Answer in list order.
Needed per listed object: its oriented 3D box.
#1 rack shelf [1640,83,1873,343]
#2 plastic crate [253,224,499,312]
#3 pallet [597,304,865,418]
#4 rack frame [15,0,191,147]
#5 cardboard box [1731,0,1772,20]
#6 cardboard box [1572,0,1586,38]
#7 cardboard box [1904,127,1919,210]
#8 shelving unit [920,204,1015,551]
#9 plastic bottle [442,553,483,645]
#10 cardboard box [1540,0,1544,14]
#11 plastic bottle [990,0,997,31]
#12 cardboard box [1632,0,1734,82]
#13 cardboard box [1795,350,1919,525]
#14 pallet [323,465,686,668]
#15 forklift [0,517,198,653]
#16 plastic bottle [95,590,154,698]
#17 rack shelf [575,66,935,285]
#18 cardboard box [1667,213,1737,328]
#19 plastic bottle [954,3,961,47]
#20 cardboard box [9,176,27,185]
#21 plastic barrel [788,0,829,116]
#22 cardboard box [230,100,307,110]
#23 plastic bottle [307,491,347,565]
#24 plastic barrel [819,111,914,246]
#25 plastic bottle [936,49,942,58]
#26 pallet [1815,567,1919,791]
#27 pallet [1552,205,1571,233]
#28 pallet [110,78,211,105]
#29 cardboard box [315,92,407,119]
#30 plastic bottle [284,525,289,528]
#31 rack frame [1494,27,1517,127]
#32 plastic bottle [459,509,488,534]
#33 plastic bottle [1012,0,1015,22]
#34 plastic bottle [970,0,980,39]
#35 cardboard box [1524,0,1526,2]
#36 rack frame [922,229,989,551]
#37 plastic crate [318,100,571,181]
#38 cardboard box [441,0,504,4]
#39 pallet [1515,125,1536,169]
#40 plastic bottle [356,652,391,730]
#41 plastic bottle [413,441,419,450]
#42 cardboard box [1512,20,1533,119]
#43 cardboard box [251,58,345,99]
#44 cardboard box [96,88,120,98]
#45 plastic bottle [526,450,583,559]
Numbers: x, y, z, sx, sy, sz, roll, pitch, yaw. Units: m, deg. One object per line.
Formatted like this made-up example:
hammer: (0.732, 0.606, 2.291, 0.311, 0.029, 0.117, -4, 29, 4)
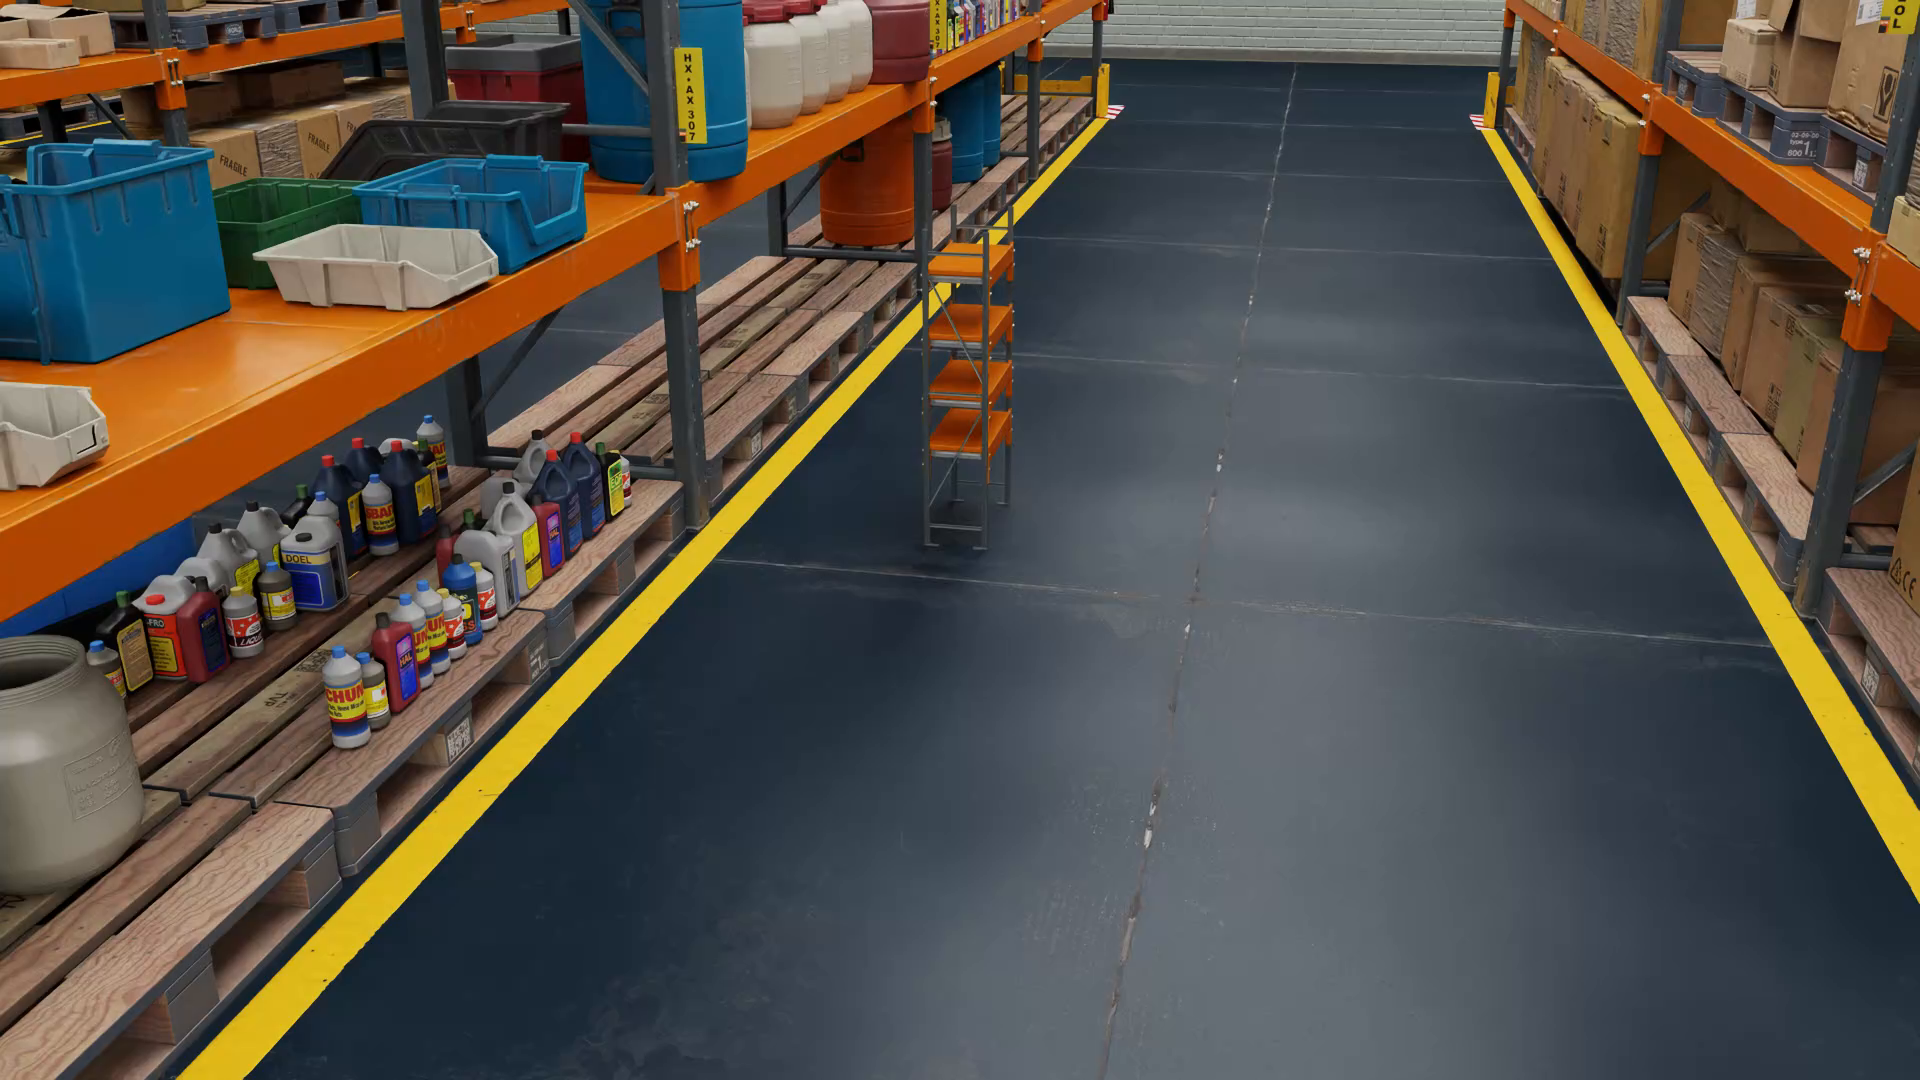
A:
rack shelf: (3.775, -1.498, 7.021, 1.077, 0.370, 4.000, 4, 22, 11)
plastic crate: (-1.566, -0.743, 4.535, 0.530, 0.136, 0.437, 4, 22, 11)
pallet: (-1.113, -0.922, 8.361, 1.003, 0.211, 1.213, 4, 22, 11)
rack frame: (-5.514, -3.320, 10.581, 1.000, 3.000, 0.127, 4, 22, 11)
cardboard box: (4.112, -2.604, 8.108, 0.500, 0.500, 0.500, 2, 22, 4)
cardboard box: (4.559, -3.739, 11.490, 0.500, 0.500, 0.500, 4, 22, 11)
cardboard box: (3.214, -1.125, 4.600, 0.875, 0.500, 0.500, 4, 22, 11)
shelving unit: (0.034, -0.617, 6.280, 0.258, 1.200, 0.503, 4, 22, 11)
plastic bottle: (-1.492, 0.171, 4.977, 0.097, 0.271, 0.097, 0, 22, 0)
cardboard box: (4.898, -4.328, 13.422, 0.380, 0.149, 0.250, 5, 22, 12)
plastic bottle: (0.181, -3.810, 11.965, 0.152, 0.276, 0.135, 4, 22, 11)
cardboard box: (4.041, -2.809, 9.179, 0.500, 0.500, 0.500, 5, 23, 13)
cardboard box: (3.513, -0.368, 6.009, 0.700, 0.500, 0.500, 3, 22, 7)
pallet: (-1.660, 0.058, 5.927, 1.003, 0.211, 1.213, 4, 22, 11)
forklift: (-3.970, -1.106, 5.176, 3.031, 2.935, 1.130, 11, 25, 26)
plastic bottle: (-2.347, 0.292, 4.661, 0.061, 0.283, 0.133, 5, 22, 12)
rack shelf: (-1.074, -1.876, 7.959, 1.077, 0.370, 4.000, 4, 22, 11)
cardboard box: (4.066, -1.361, 8.476, 0.700, 0.500, 0.500, 3, 22, 8)
plastic bottle: (-0.042, -3.357, 10.847, 0.097, 0.271, 0.097, 0, 22, 0)
cardboard box: (-5.586, -1.914, 9.459, 0.500, 0.311, 0.500, 4, 22, 11)
plastic barrel: (-0.834, -2.301, 7.869, 0.433, 0.535, 0.433, 0, 22, 0)
cardboard box: (-5.346, -3.106, 12.808, 0.500, 0.500, 0.500, 4, 22, 9)
plastic bottle: (-2.085, -0.027, 5.469, 0.097, 0.271, 0.097, 0, 22, 0)
plastic barrel: (-0.583, -2.309, 10.415, 0.600, 0.830, 0.708, 4, 22, 11)
plastic bottle: (-0.150, -3.137, 10.284, 0.061, 0.283, 0.133, 4, 22, 11)
pallet: (3.264, 0.441, 4.975, 1.003, 0.211, 1.213, 4, 22, 11)
pallet: (4.915, -2.445, 12.141, 1.003, 0.211, 1.213, 4, 22, 11)
pallet: (-8.819, -5.030, 18.560, 1.003, 0.211, 1.213, 4, 22, 11)
cardboard box: (-4.730, -3.261, 13.194, 0.500, 0.500, 0.500, 5, 22, 12)
plastic bottle: (-2.172, 0.050, 5.370, 0.097, 0.201, 0.097, 0, 22, 0)
rack frame: (5.815, -5.489, 15.968, 1.000, 3.000, 0.127, 4, 22, 11)
plastic bottle: (-1.542, 0.025, 5.323, 0.061, 0.283, 0.133, 4, 22, 11)
plastic bottle: (0.384, -4.093, 12.657, 0.061, 0.283, 0.133, 4, 22, 11)
plastic bottle: (0.058, -3.617, 11.385, 0.144, 0.351, 0.185, 4, 22, 11)
cardboard box: (5.160, -4.797, 14.587, 0.380, 0.149, 0.250, 4, 22, 10)
rack frame: (-0.016, -0.528, 6.058, 0.240, 1.200, 0.015, 4, 22, 11)
plastic crate: (-1.714, -1.267, 5.568, 0.767, 0.338, 0.504, 4, 22, 11)
cardboard box: (-4.327, -4.995, 14.606, 0.500, 0.500, 0.500, 5, 22, 12)
pallet: (5.477, -3.452, 14.643, 1.003, 0.211, 1.213, 4, 22, 11)
plastic bottle: (-1.602, 0.402, 4.498, 0.097, 0.201, 0.097, 0, 22, 0)
plastic bottle: (-1.997, -0.264, 6.150, 0.097, 0.201, 0.097, 0, 22, 0)
cardboard box: (5.763, -4.458, 15.690, 0.875, 0.875, 0.875, 4, 22, 11)
cardboard box: (-5.240, -3.651, 13.157, 0.500, 0.250, 0.500, 5, 22, 11)
cardboard box: (-9.083, -4.831, 17.117, 0.700, 0.500, 0.500, 5, 22, 12)
plastic bottle: (-1.371, -0.126, 5.607, 0.144, 0.351, 0.185, 3, 22, 8)
